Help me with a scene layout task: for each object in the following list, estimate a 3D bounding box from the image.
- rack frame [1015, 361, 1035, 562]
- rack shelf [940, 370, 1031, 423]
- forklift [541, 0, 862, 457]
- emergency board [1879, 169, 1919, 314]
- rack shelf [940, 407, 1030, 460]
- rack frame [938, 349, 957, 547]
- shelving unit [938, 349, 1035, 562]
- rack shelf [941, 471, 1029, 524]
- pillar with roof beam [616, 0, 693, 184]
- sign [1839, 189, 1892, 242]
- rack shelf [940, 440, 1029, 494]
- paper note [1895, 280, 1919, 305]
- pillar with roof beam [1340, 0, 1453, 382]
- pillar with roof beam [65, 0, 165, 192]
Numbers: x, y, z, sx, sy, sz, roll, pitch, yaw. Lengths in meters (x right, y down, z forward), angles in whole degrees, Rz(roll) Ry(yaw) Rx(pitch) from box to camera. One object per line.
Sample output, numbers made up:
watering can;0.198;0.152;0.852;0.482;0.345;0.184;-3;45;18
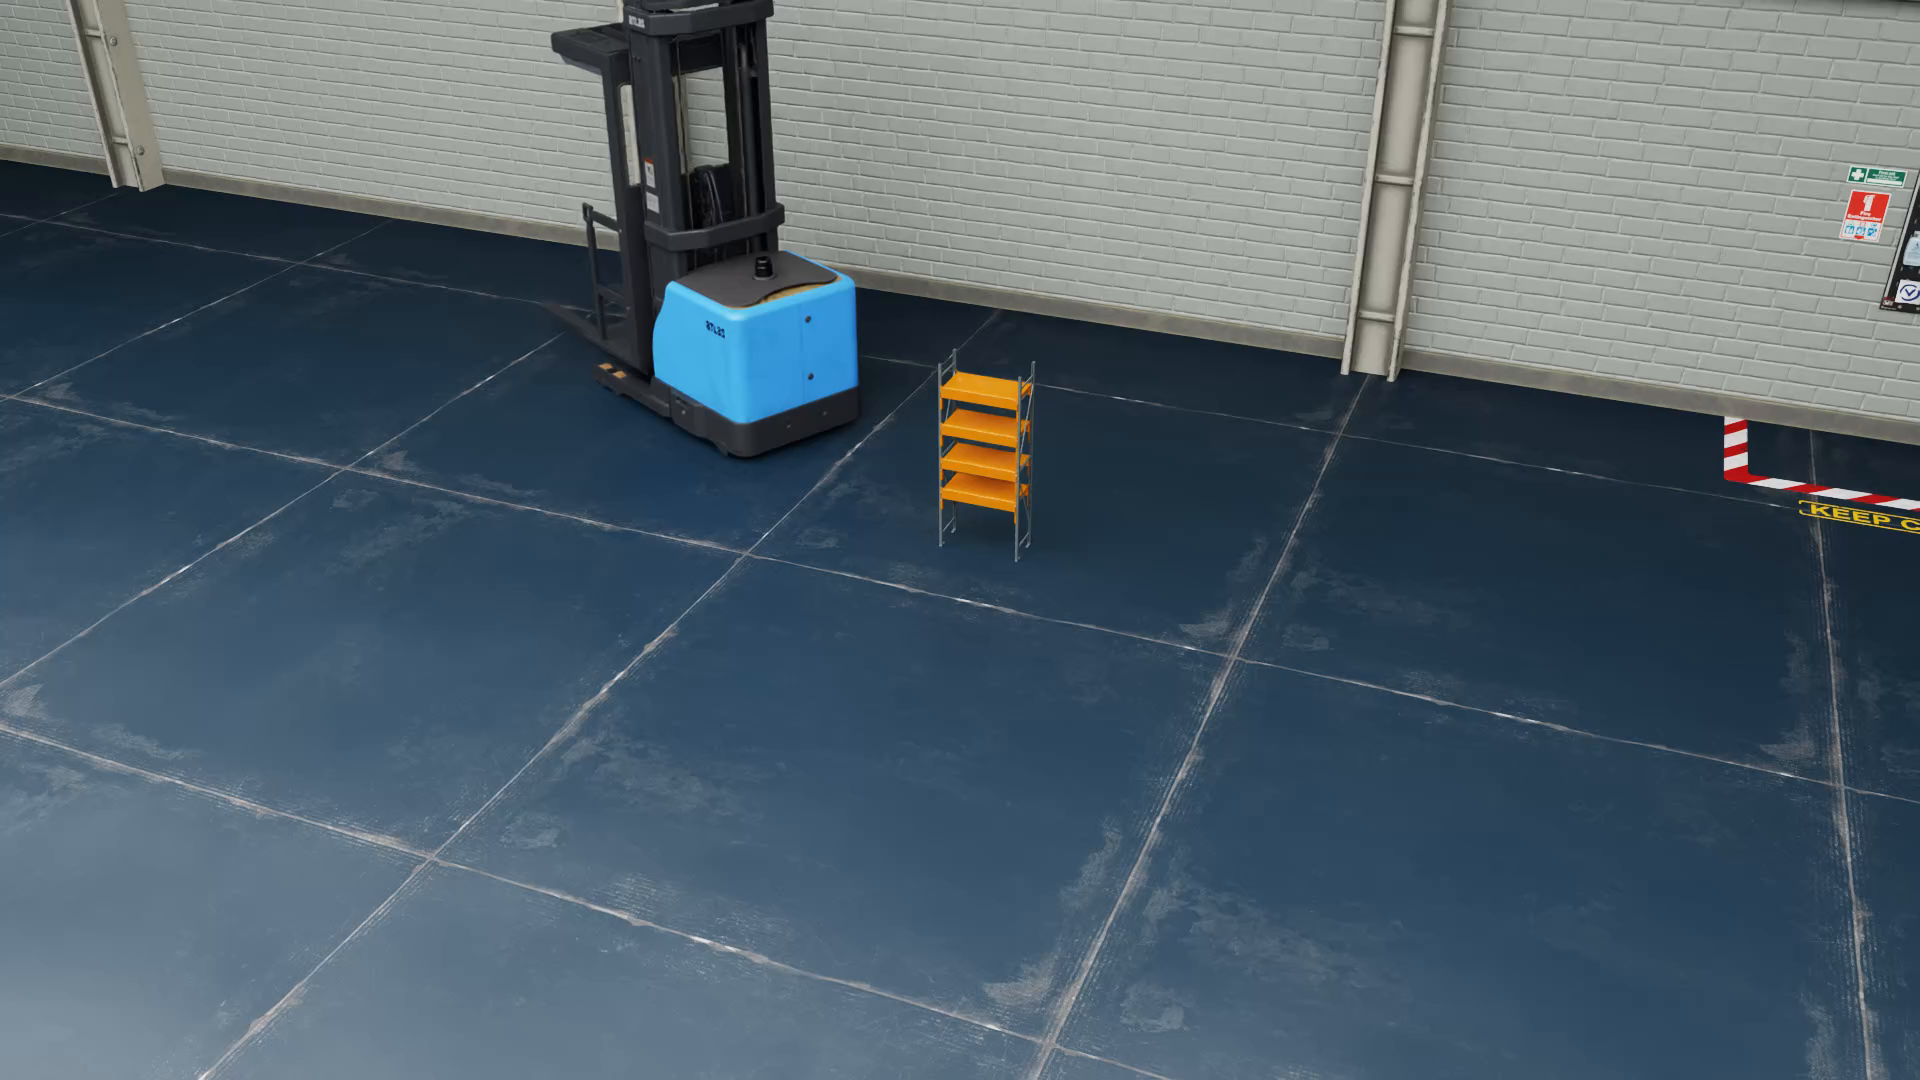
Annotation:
rack frame;0.379;-0.447;9.732;0.015;1.200;0.240;11;31;19
rack shelf;0.153;-0.834;9.619;0.480;0.148;0.258;11;31;19
forklift;-2.027;-2.471;11.555;1.130;2.935;3.031;-23;37;-35
emergency board;6.349;-1.949;10.561;0.626;1.169;0.157;11;31;19
rack shelf;0.153;-0.628;9.735;0.480;0.148;0.258;11;31;19
rack frame;-0.073;-0.537;9.892;0.015;1.200;0.240;11;31;19
shelving unit;0.153;-0.492;9.812;0.503;1.200;0.258;11;31;19
rack shelf;0.153;-0.260;9.943;0.480;0.148;0.258;11;31;19
pillar with roof beam;-4.113;-4.333;8.682;0.400;9.000;9.100;11;31;19
sign;5.876;-2.104;10.799;0.234;0.329;0.001;11;31;19
rack shelf;0.153;-0.433;9.845;0.480;0.148;0.258;11;31;19
paper note;6.212;-1.620;10.874;0.142;0.148;0.016;11;31;19
pillar with roof beam;1.447;-3.223;6.718;0.400;9.000;9.100;11;31;19
pillar with roof beam;-9.672;-5.443;10.646;0.400;9.000;9.100;11;31;19
